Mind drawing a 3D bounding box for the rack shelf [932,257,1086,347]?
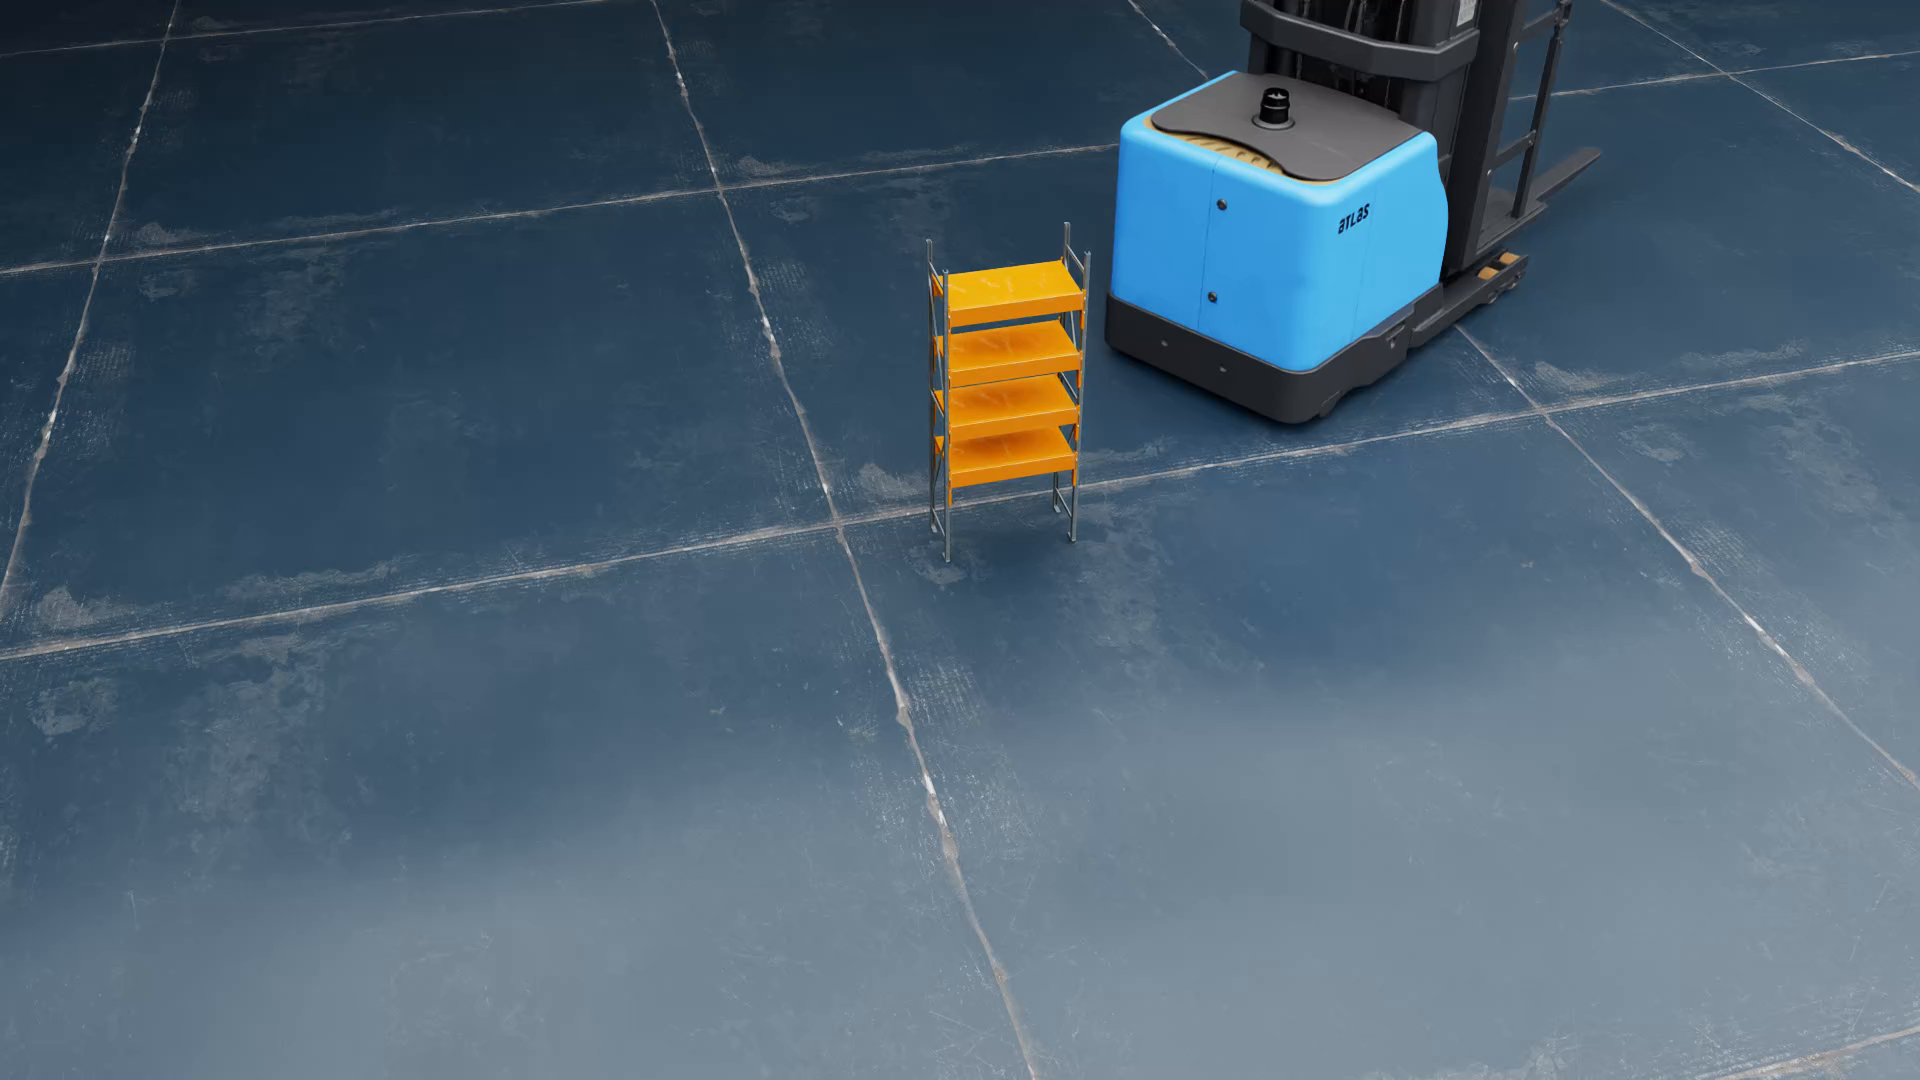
[{"bbox_3d":[0.160,-0.815,5.681,0.480,0.148,0.258,-9,38,-12],"label":"rack shelf"}]

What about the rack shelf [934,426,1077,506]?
[{"bbox_3d":[0.160,-0.292,6.081,0.480,0.148,0.258,-9,38,-12],"label":"rack shelf"}]

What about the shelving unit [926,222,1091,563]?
[{"bbox_3d":[0.160,-0.503,5.920,0.503,1.200,0.258,-9,38,-12],"label":"shelving unit"}]

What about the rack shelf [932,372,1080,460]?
[{"bbox_3d":[0.160,-0.449,5.961,0.480,0.148,0.258,-9,38,-12],"label":"rack shelf"}]

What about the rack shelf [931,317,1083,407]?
[{"bbox_3d":[0.160,-0.627,5.825,0.480,0.148,0.258,-9,38,-12],"label":"rack shelf"}]

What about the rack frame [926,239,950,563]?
[{"bbox_3d":[-0.076,-0.464,5.869,0.015,1.200,0.240,-9,38,-12],"label":"rack frame"}]

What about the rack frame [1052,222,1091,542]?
[{"bbox_3d":[0.395,-0.541,5.970,0.015,1.200,0.240,-9,38,-12],"label":"rack frame"}]

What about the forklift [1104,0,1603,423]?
[{"bbox_3d":[2.004,-2.443,7.031,1.130,2.935,3.031,30,46,33],"label":"forklift"}]
